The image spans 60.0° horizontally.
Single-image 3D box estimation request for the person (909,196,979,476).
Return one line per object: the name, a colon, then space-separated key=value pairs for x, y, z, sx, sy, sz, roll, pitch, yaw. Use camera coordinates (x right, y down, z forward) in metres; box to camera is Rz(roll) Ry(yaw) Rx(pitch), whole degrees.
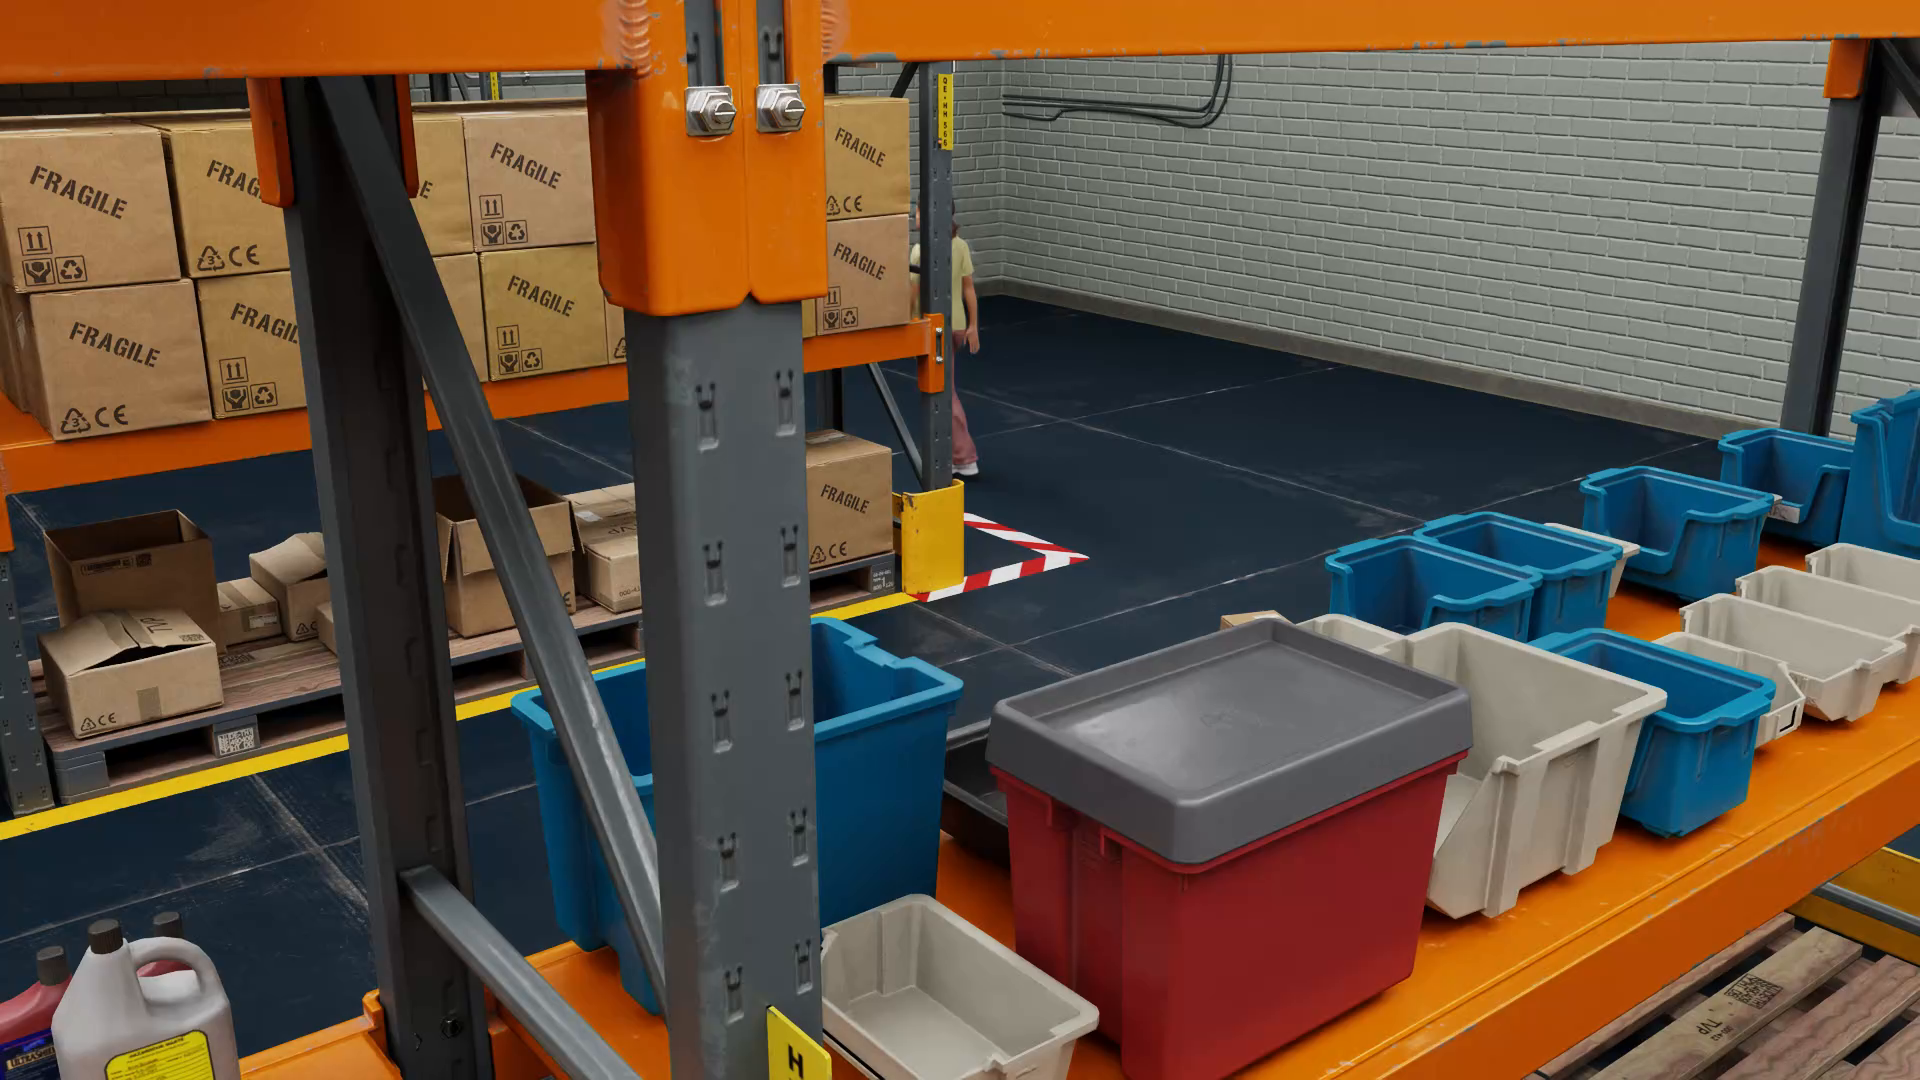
person: x=-0.152 y=-1.174 z=9.746 sx=0.600 sy=1.719 sz=0.474 roll=16 pitch=24 yaw=41
